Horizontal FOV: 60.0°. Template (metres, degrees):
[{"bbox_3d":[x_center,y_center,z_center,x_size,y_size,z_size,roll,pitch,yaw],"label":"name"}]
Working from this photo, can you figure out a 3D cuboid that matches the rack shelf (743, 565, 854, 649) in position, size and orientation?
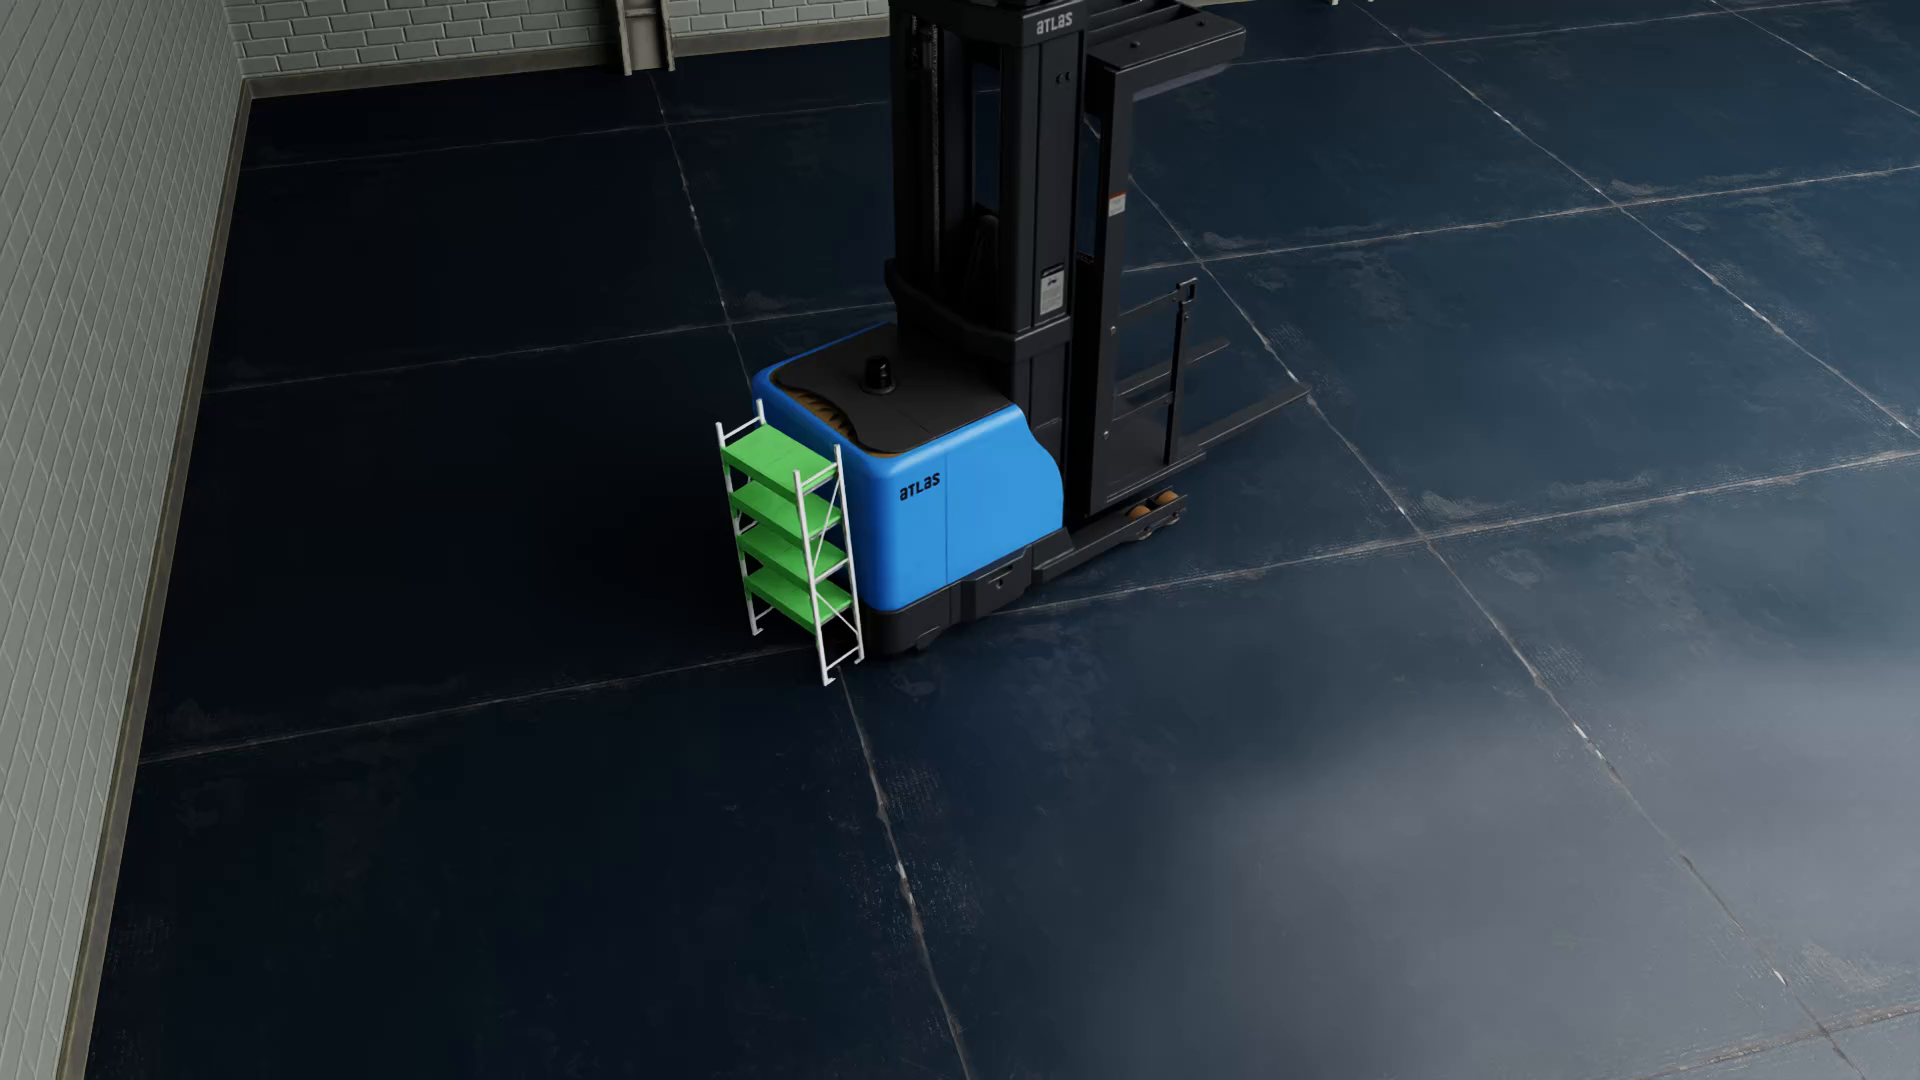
[{"bbox_3d":[-0.708,0.258,7.390,0.480,0.148,0.258,31,51,34],"label":"rack shelf"}]

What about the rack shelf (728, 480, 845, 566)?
[{"bbox_3d":[-0.730,-0.109,7.081,0.480,0.148,0.258,31,51,34],"label":"rack shelf"}]

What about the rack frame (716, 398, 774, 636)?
[{"bbox_3d":[-0.896,-0.078,7.331,0.015,1.200,0.240,31,51,34],"label":"rack frame"}]

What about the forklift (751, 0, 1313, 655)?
[{"bbox_3d":[0.512,-1.392,7.636,3.031,2.935,1.130,-26,44,-30],"label":"forklift"}]

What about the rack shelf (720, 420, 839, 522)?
[{"bbox_3d":[-0.742,-0.292,6.927,0.480,0.148,0.258,31,51,34],"label":"rack shelf"}]

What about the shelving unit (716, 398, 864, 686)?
[{"bbox_3d":[-0.722,0.026,7.195,0.503,1.200,0.258,31,51,34],"label":"shelving unit"}]

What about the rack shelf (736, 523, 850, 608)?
[{"bbox_3d":[-0.719,0.075,7.236,0.480,0.148,0.258,31,51,34],"label":"rack shelf"}]

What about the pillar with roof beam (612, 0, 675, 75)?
[{"bbox_3d":[-1.343,-4.792,7.087,0.400,9.000,9.100,-9,38,-12],"label":"pillar with roof beam"}]

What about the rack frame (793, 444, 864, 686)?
[{"bbox_3d":[-0.548,0.130,7.059,0.015,1.200,0.240,31,51,34],"label":"rack frame"}]
